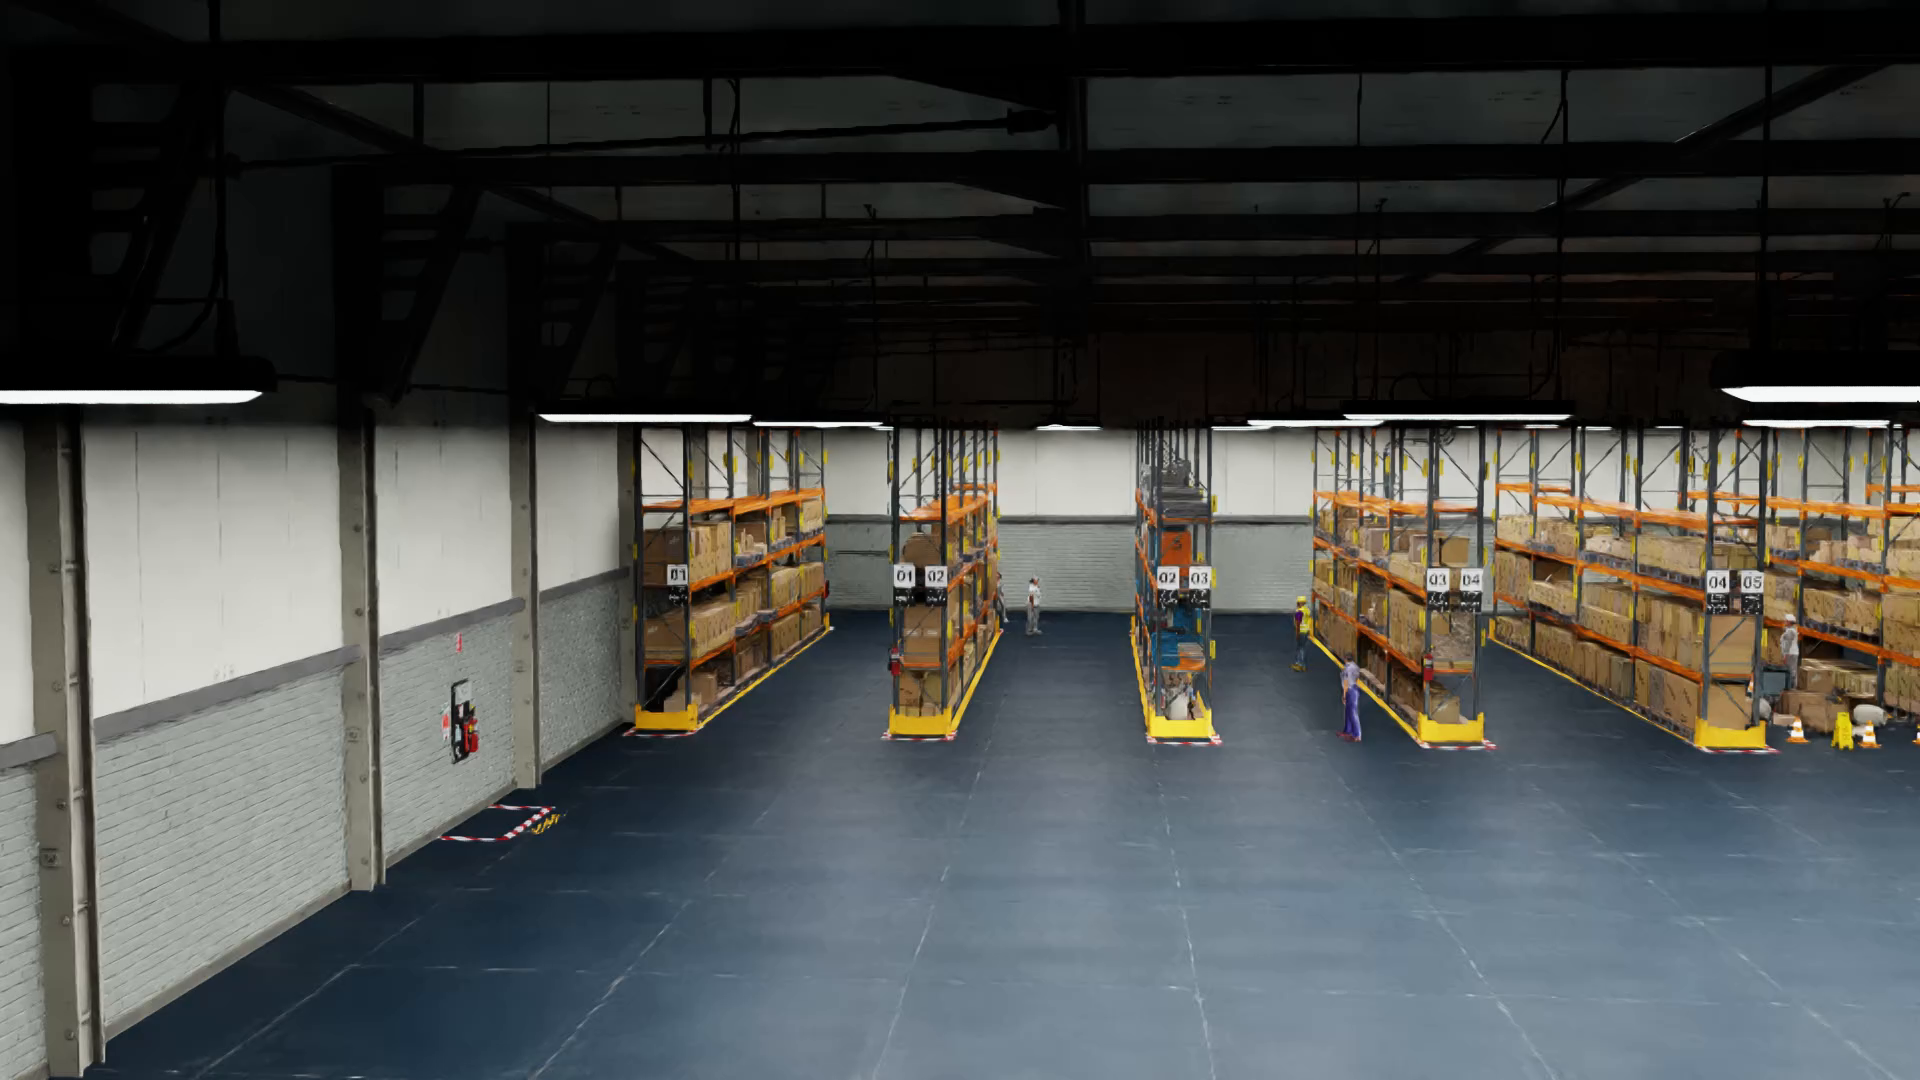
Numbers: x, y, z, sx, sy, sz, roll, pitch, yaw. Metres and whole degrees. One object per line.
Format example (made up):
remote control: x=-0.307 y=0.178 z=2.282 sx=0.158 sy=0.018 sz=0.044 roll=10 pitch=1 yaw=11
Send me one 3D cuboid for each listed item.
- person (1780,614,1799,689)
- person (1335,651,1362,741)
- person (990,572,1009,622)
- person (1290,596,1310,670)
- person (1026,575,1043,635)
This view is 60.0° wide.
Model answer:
person: x=17.924 y=2.473 z=36.012 sx=0.575 sy=1.768 sz=0.634 roll=2 pitch=4 yaw=30
person: x=7.221 y=2.877 z=30.898 sx=0.565 sy=1.630 sz=0.611 roll=2 pitch=4 yaw=29
person: x=1.114 y=1.697 z=49.810 sx=0.567 sy=1.533 sz=0.754 roll=-1 pitch=4 yaw=-16
person: x=8.163 y=2.215 z=39.987 sx=0.496 sy=1.765 sz=0.625 roll=3 pitch=4 yaw=34
person: x=2.075 y=1.821 z=46.875 sx=0.400 sy=1.670 sz=0.587 roll=1 pitch=4 yaw=19
